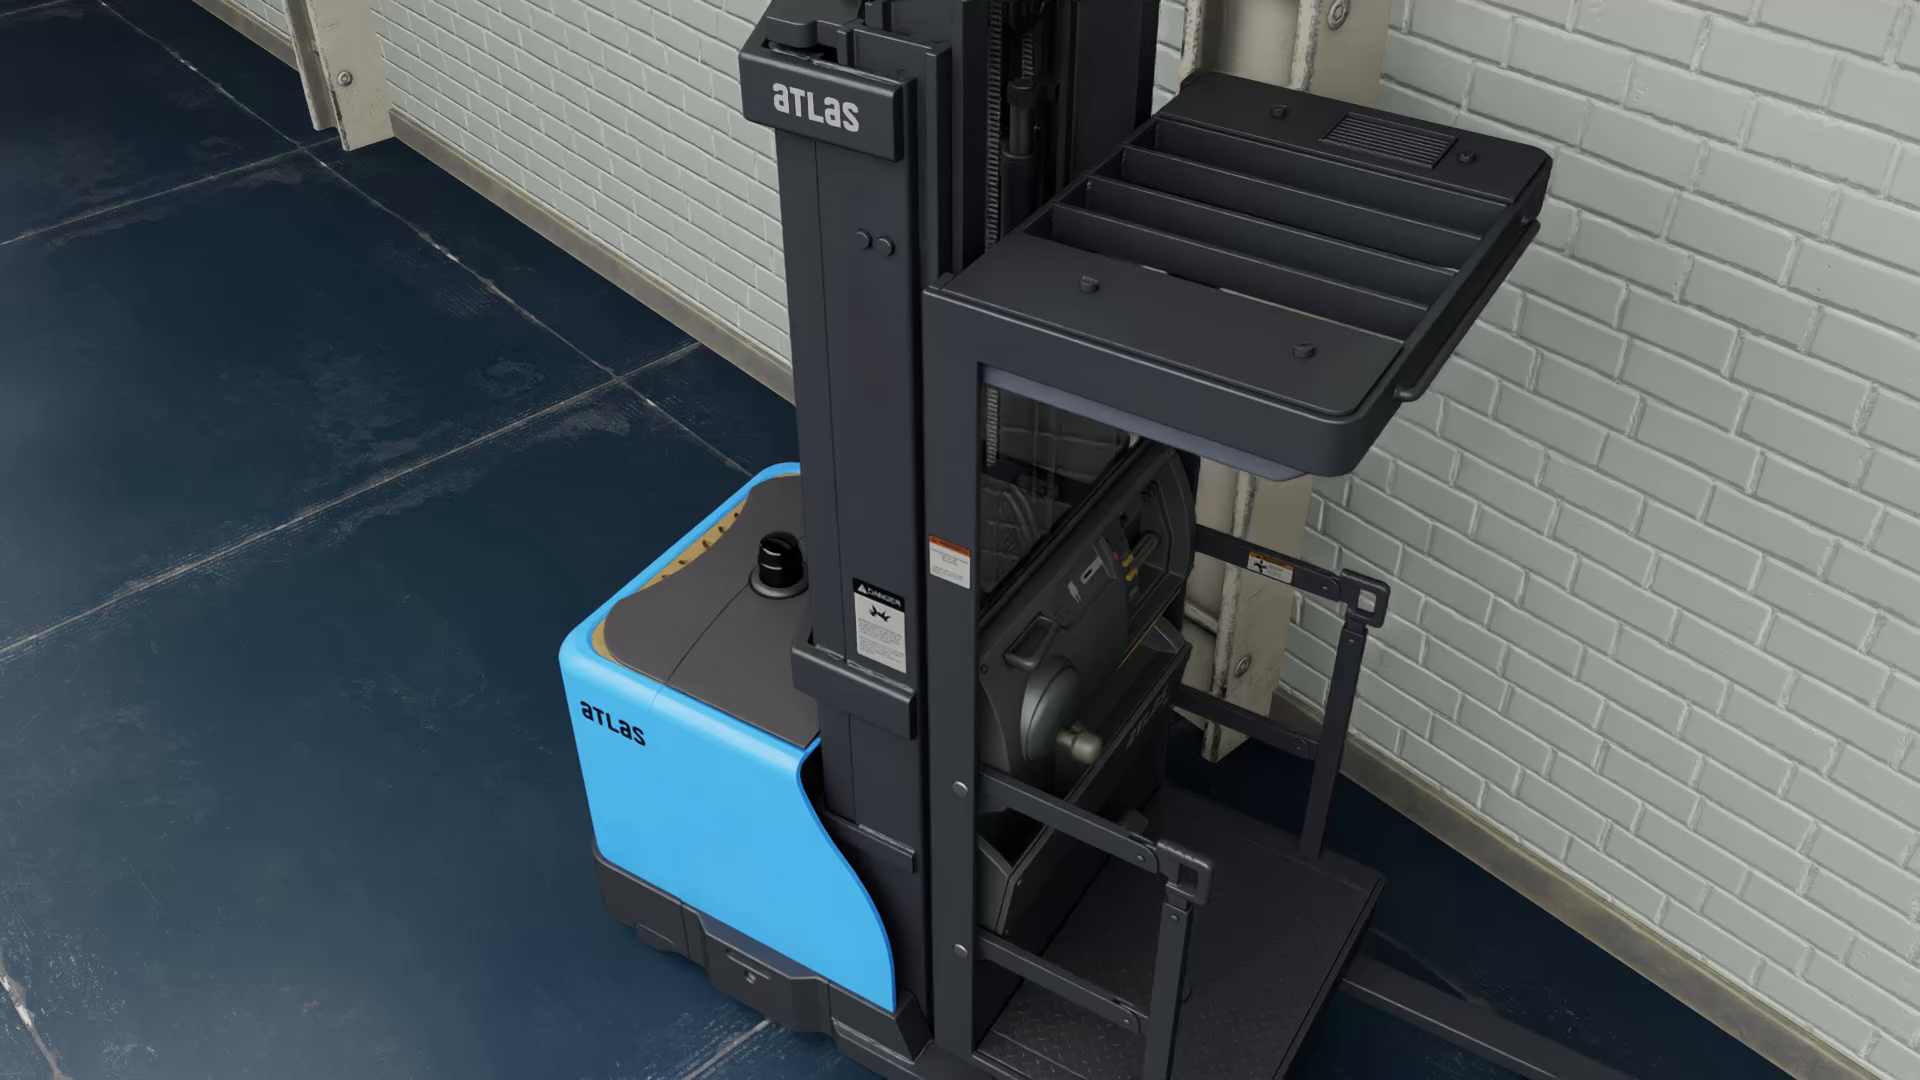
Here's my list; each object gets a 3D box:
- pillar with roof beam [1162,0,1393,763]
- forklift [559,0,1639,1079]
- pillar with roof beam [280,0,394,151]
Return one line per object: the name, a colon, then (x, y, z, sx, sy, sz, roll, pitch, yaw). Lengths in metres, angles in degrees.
pillar with roof beam: (-2.375, -1.107, 0.459, 9.100, 9.000, 0.400, -30, 48, -32)
forklift: (0.482, 0.188, 3.684, 3.031, 2.935, 1.130, 21, 43, 24)
pillar with roof beam: (-6.433, -3.884, 3.897, 9.100, 9.000, 0.400, -30, 48, -32)
